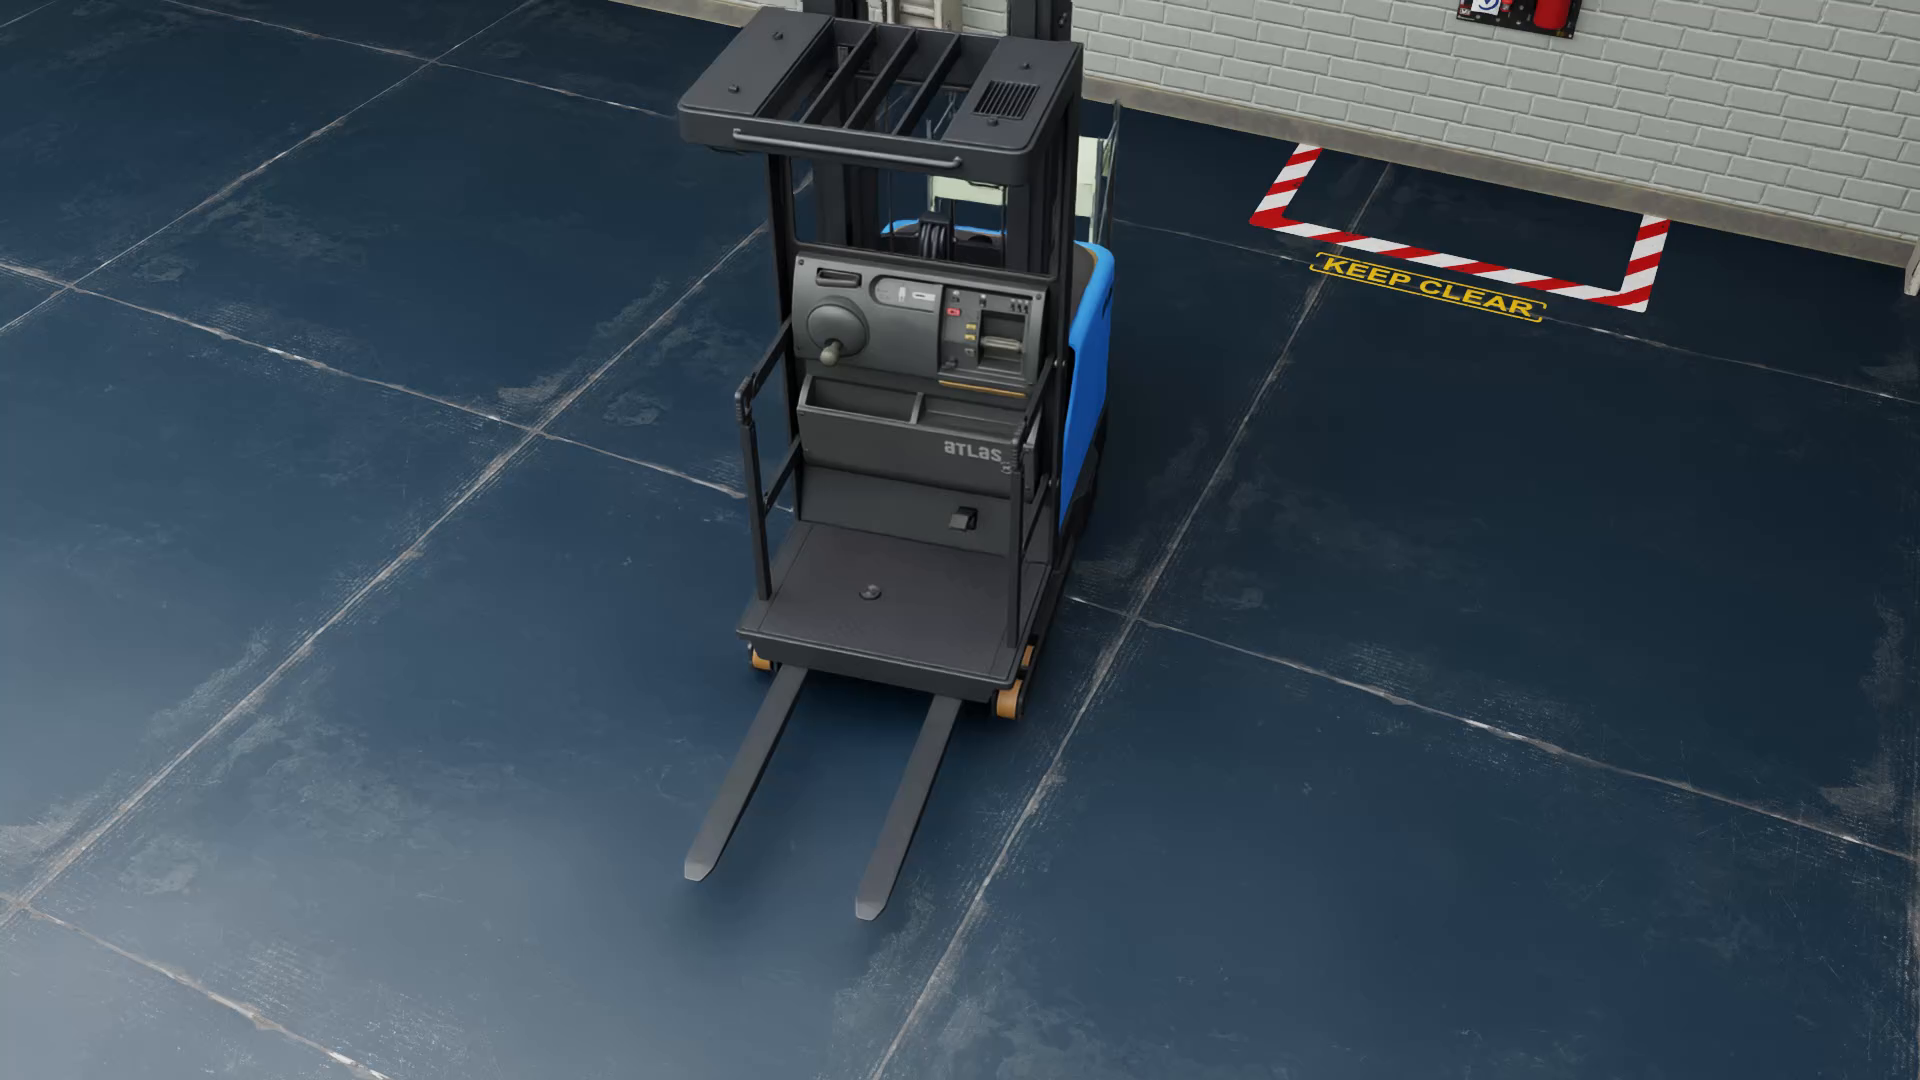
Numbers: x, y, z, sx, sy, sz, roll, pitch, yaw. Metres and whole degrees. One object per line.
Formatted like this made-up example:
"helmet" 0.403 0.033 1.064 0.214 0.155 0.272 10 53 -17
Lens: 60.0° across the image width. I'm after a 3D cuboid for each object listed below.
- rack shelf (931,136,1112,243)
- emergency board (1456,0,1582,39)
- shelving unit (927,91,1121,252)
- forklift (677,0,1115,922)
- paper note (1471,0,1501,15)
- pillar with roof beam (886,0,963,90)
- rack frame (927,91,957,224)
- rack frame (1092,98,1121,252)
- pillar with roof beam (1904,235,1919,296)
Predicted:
"rack shelf" 0.276 -1.564 7.313 0.720 0.370 0.431 10 42 11
"emergency board" 2.989 -3.174 8.622 0.643 1.169 0.194 17 44 19
"shelving unit" 0.276 -1.268 7.568 0.755 1.500 0.431 10 42 11
"forklift" -0.209 -0.700 5.820 1.130 2.935 3.031 10 42 11
"paper note" 2.858 -2.931 9.014 0.142 0.148 0.016 17 44 19
"pillar with roof beam" -2.045 -3.840 4.810 0.400 9.000 9.100 17 44 19
"rack frame" -0.077 -1.331 7.641 0.023 1.500 0.400 10 42 11
"rack frame" 0.629 -1.205 7.495 0.023 1.500 0.400 10 42 11
"pillar with roof beam" 3.392 -2.179 2.893 0.400 9.000 9.100 17 44 19
